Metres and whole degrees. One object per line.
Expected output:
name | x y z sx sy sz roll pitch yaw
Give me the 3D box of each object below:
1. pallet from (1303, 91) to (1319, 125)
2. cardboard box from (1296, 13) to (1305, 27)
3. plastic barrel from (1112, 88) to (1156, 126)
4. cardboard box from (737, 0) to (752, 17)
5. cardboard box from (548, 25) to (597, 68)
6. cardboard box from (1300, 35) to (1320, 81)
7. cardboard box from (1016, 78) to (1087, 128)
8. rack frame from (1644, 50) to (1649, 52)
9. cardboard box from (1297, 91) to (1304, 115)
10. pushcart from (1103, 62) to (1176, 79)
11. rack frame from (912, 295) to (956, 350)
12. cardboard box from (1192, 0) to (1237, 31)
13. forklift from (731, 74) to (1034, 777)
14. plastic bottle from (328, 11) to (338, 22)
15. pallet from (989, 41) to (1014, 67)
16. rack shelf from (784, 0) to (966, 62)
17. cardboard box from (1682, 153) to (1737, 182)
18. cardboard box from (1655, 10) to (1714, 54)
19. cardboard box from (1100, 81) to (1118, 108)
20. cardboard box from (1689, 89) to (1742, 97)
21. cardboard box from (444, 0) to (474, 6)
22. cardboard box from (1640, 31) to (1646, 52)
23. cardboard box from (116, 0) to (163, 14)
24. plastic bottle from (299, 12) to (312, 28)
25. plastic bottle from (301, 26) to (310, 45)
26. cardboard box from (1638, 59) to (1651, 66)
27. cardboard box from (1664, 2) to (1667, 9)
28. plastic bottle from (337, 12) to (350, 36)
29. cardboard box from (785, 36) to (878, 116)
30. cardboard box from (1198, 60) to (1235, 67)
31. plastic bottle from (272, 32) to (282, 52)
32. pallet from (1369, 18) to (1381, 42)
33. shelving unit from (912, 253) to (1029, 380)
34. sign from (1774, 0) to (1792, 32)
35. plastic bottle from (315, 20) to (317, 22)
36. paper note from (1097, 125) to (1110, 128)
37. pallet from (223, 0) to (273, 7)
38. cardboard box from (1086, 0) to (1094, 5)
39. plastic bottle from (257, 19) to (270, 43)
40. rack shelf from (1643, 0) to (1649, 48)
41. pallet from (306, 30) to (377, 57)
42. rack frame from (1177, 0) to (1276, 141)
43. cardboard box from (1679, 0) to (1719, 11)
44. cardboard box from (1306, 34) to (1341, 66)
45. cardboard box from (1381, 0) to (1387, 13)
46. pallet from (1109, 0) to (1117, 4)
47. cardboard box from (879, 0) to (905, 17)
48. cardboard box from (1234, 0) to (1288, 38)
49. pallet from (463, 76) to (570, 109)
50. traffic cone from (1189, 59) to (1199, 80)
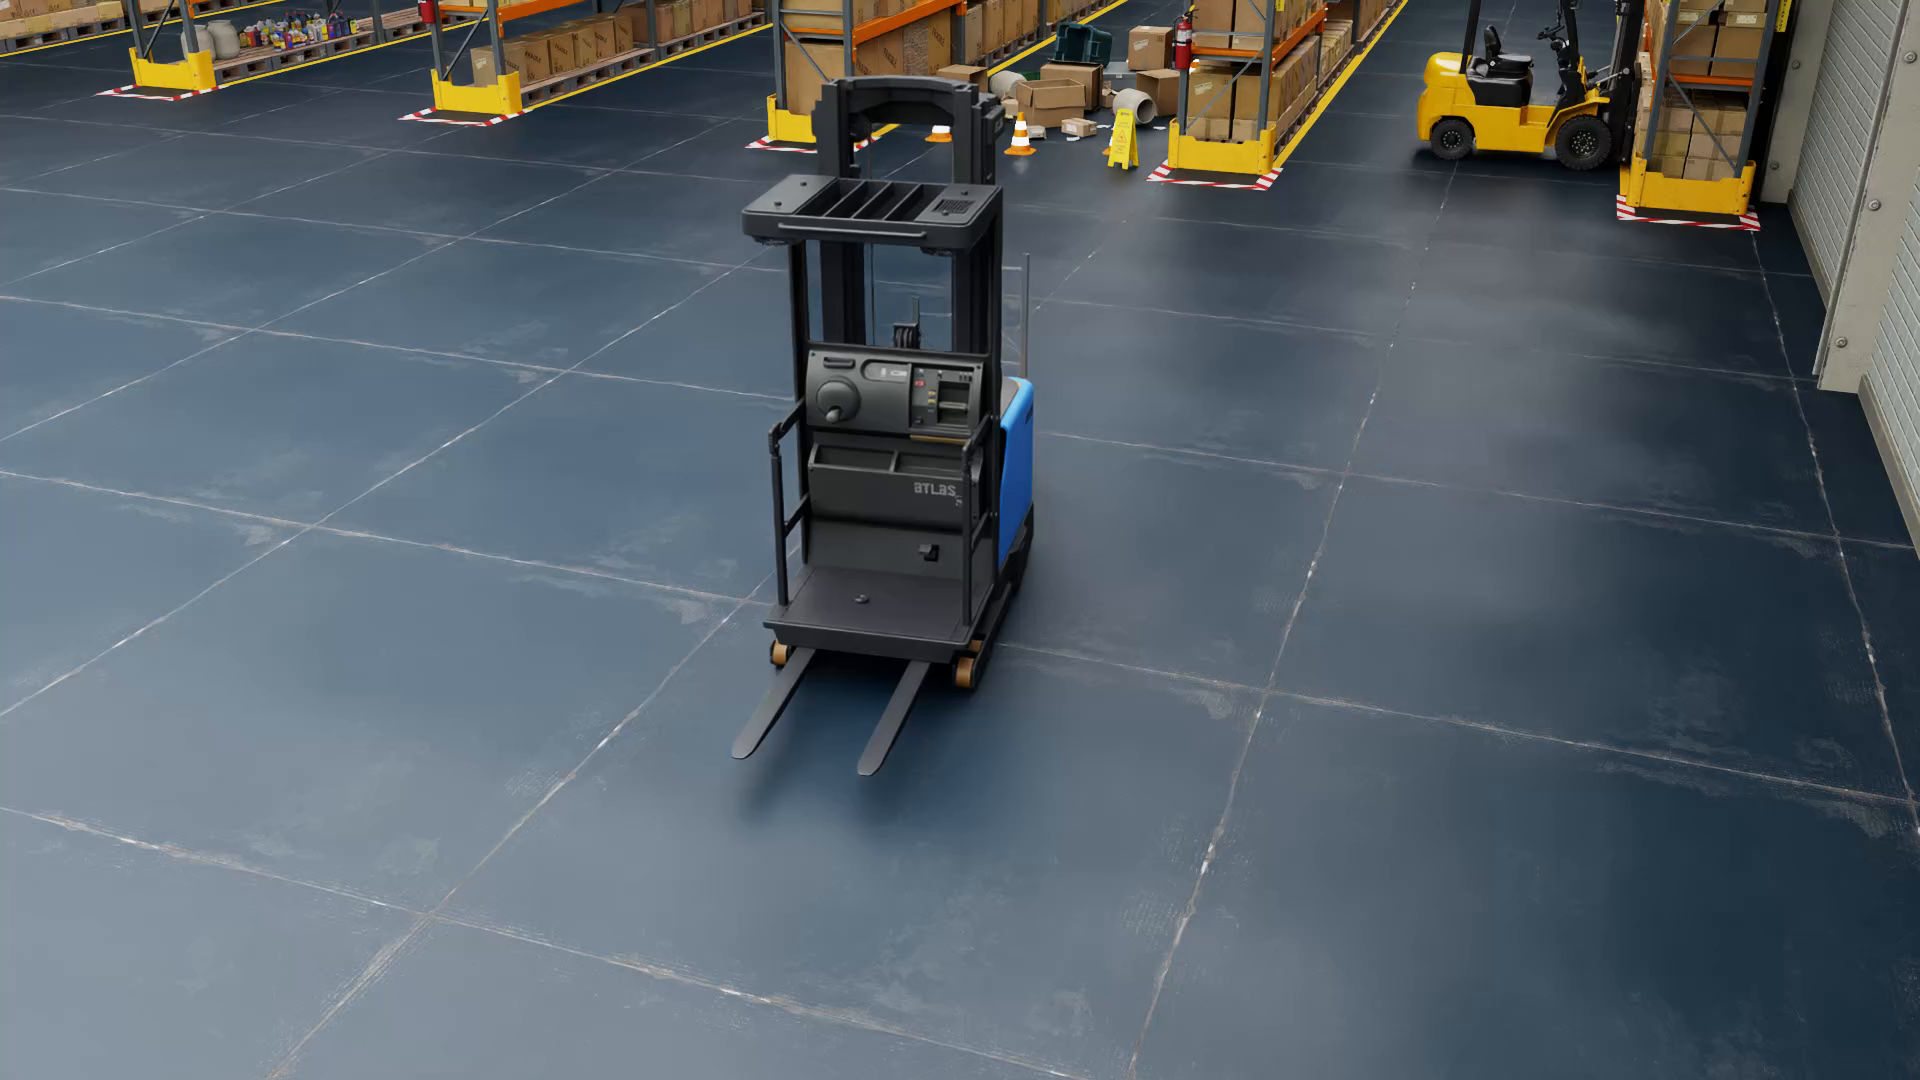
pallet | 4.093 -5.691 21.761 1.003 0.211 1.213 9 27 17
cardboard box | 3.964 -6.308 20.124 0.380 0.149 0.250 9 27 18
plastic barrel | 2.212 -5.492 21.107 0.421 0.421 0.512 -14 29 -27
cardboard box | -3.935 -9.102 27.971 0.700 0.500 0.500 7 27 15
cardboard box | -5.548 -7.066 23.789 0.500 0.500 0.500 6 27 13
cardboard box | 4.340 -6.234 21.496 0.500 0.500 0.500 8 27 17
cardboard box | 1.150 -5.548 21.132 0.797 0.503 0.637 -9 27 -18
rack frame | 8.966 -6.509 20.250 1.000 3.000 0.127 9 27 17
cardboard box | 3.999 -5.468 20.774 0.500 0.250 0.500 9 27 18
pushcart | 2.117 -6.357 22.946 1.648 0.377 0.936 0 26 -1
rack frame | -0.035 -0.738 10.053 0.500 1.500 0.032 6 26 12
cardboard box | 2.873 -6.025 18.796 0.500 0.500 0.500 8 27 17
forklift | -0.386 -0.726 8.386 1.130 2.935 3.031 6 26 12
plastic bottle | -9.811 -8.102 26.077 0.144 0.351 0.185 9 27 17
pallet | 0.172 -7.479 25.455 1.003 0.211 1.213 9 27 17
rack shelf | -1.084 -6.757 21.590 1.077 0.370 4.000 9 27 17
cardboard box | 7.982 -3.990 17.721 0.500 0.250 0.500 9 27 18
cardboard box | 7.732 -5.362 17.768 0.500 0.500 0.500 10 27 19
cardboard box | 1.988 -5.973 22.281 0.258 0.266 0.396 -9 27 -18
cardboard box | 8.312 -4.846 18.343 0.500 0.250 0.500 9 27 17
cardboard box | -6.493 -7.054 21.666 0.380 0.149 0.250 9 27 17
cardboard box | 9.642 -6.472 22.418 0.875 0.625 0.625 8 27 15
cardboard box | -14.034 -9.183 28.448 0.500 0.250 0.500 8 27 16
plastic bottle | -10.256 -8.096 26.063 0.144 0.351 0.185 9 27 17
plastic bottle | -9.951 -7.674 25.283 0.097 0.271 0.097 0 26 0
cardboard box | 8.329 -5.548 19.793 0.500 0.250 0.500 9 27 18
cardboard box | 7.824 -5.809 17.946 0.380 0.149 0.250 8 27 16
plastic bottle | -9.675 -8.082 26.034 0.144 0.351 0.185 8 27 16
cardboard box | -1.586 -5.780 20.703 0.875 0.875 0.875 9 27 18
cardboard box | 3.032 -5.692 19.632 0.380 0.149 0.250 10 27 19
plastic bottle | -10.166 -7.408 24.735 0.097 0.271 0.097 0 26 0
pallet | 6.356 -8.428 27.415 1.003 0.211 1.213 9 27 17
shelving unit | 0.082 -0.957 10.506 0.587 1.500 1.083 6 26 12
sign | 8.156 -5.207 16.478 0.100 0.325 0.005 9 27 17
plastic bottle | -10.286 -8.212 26.474 0.097 0.201 0.097 0 26 0
paper note | 1.814 -5.246 21.063 0.148 0.019 0.142 20 32 35
pallet | -13.382 -10.158 30.988 1.003 0.211 1.213 9 27 17
cardboard box | 2.064 -9.703 29.235 0.500 0.500 0.500 8 27 16
plastic bottle | -10.658 -7.788 25.427 0.144 0.351 0.185 10 28 20
rack shelf | 9.631 -7.007 22.105 1.077 0.370 4.000 9 27 17
pallet | -9.995 -7.857 26.236 1.003 0.211 1.213 9 27 17
rack frame | 2.952 -5.583 18.339 1.000 3.000 0.127 9 27 17
cardboard box | 7.555 -5.513 16.995 0.380 0.149 0.250 9 27 18
cardboard box | 4.921 -7.031 23.863 0.950 0.372 0.625 10 27 19
cardboard box | 6.815 -9.481 28.345 0.875 0.875 0.875 10 27 19
pallet | 2.434 -10.217 31.109 1.003 0.211 1.213 9 27 17
cardboard box | -1.201 -6.927 20.943 0.875 0.550 0.550 9 27 17
cardboard box | 3.372 -5.916 18.571 0.500 0.500 0.500 8 27 17
pallet | -6.064 -6.125 22.658 1.003 0.211 1.213 9 27 17
traffic cone | 3.376 -6.798 23.759 0.336 0.463 0.334 9 27 17
